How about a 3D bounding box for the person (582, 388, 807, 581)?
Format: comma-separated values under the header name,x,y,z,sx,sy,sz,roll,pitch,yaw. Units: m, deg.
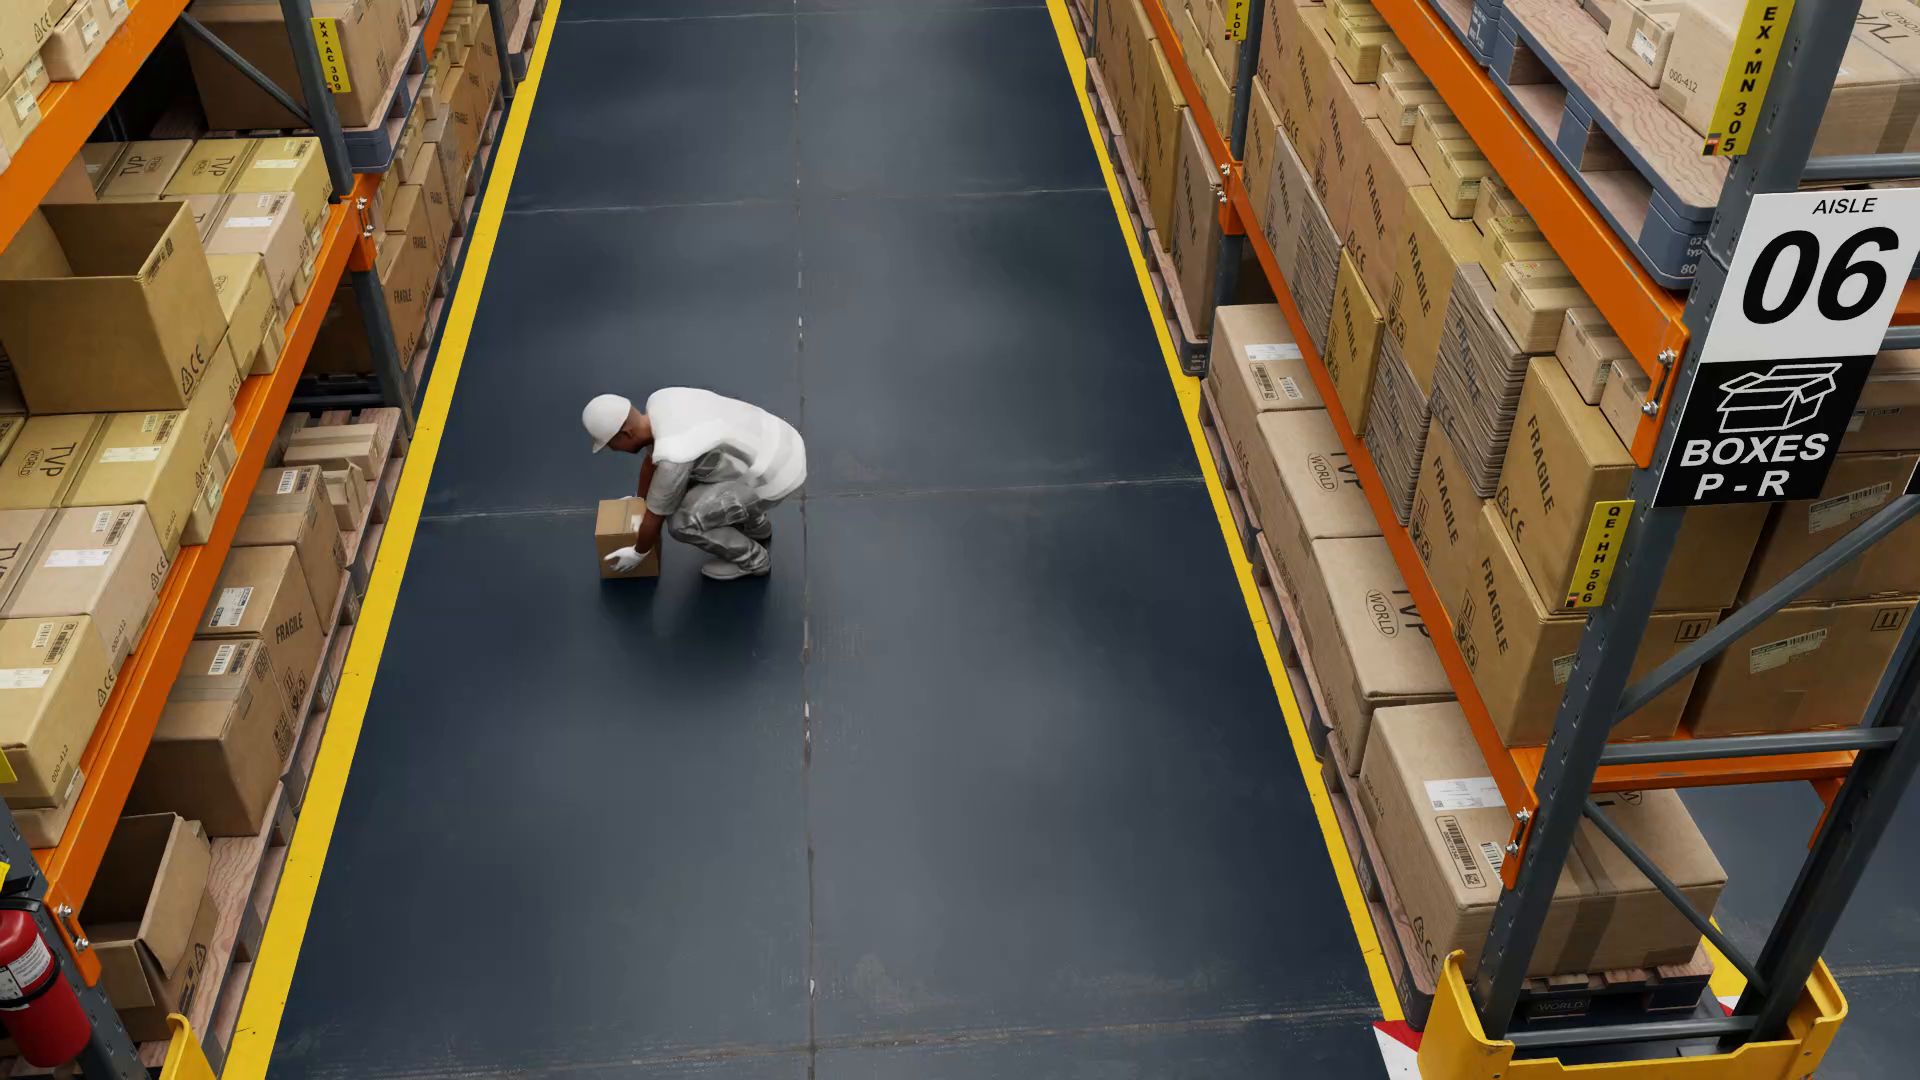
name,x,y,z,sx,sy,sz,roll,pitch,yaw
person,-1.116,-0.272,7.169,0.908,0.922,0.577,-3,39,-4
